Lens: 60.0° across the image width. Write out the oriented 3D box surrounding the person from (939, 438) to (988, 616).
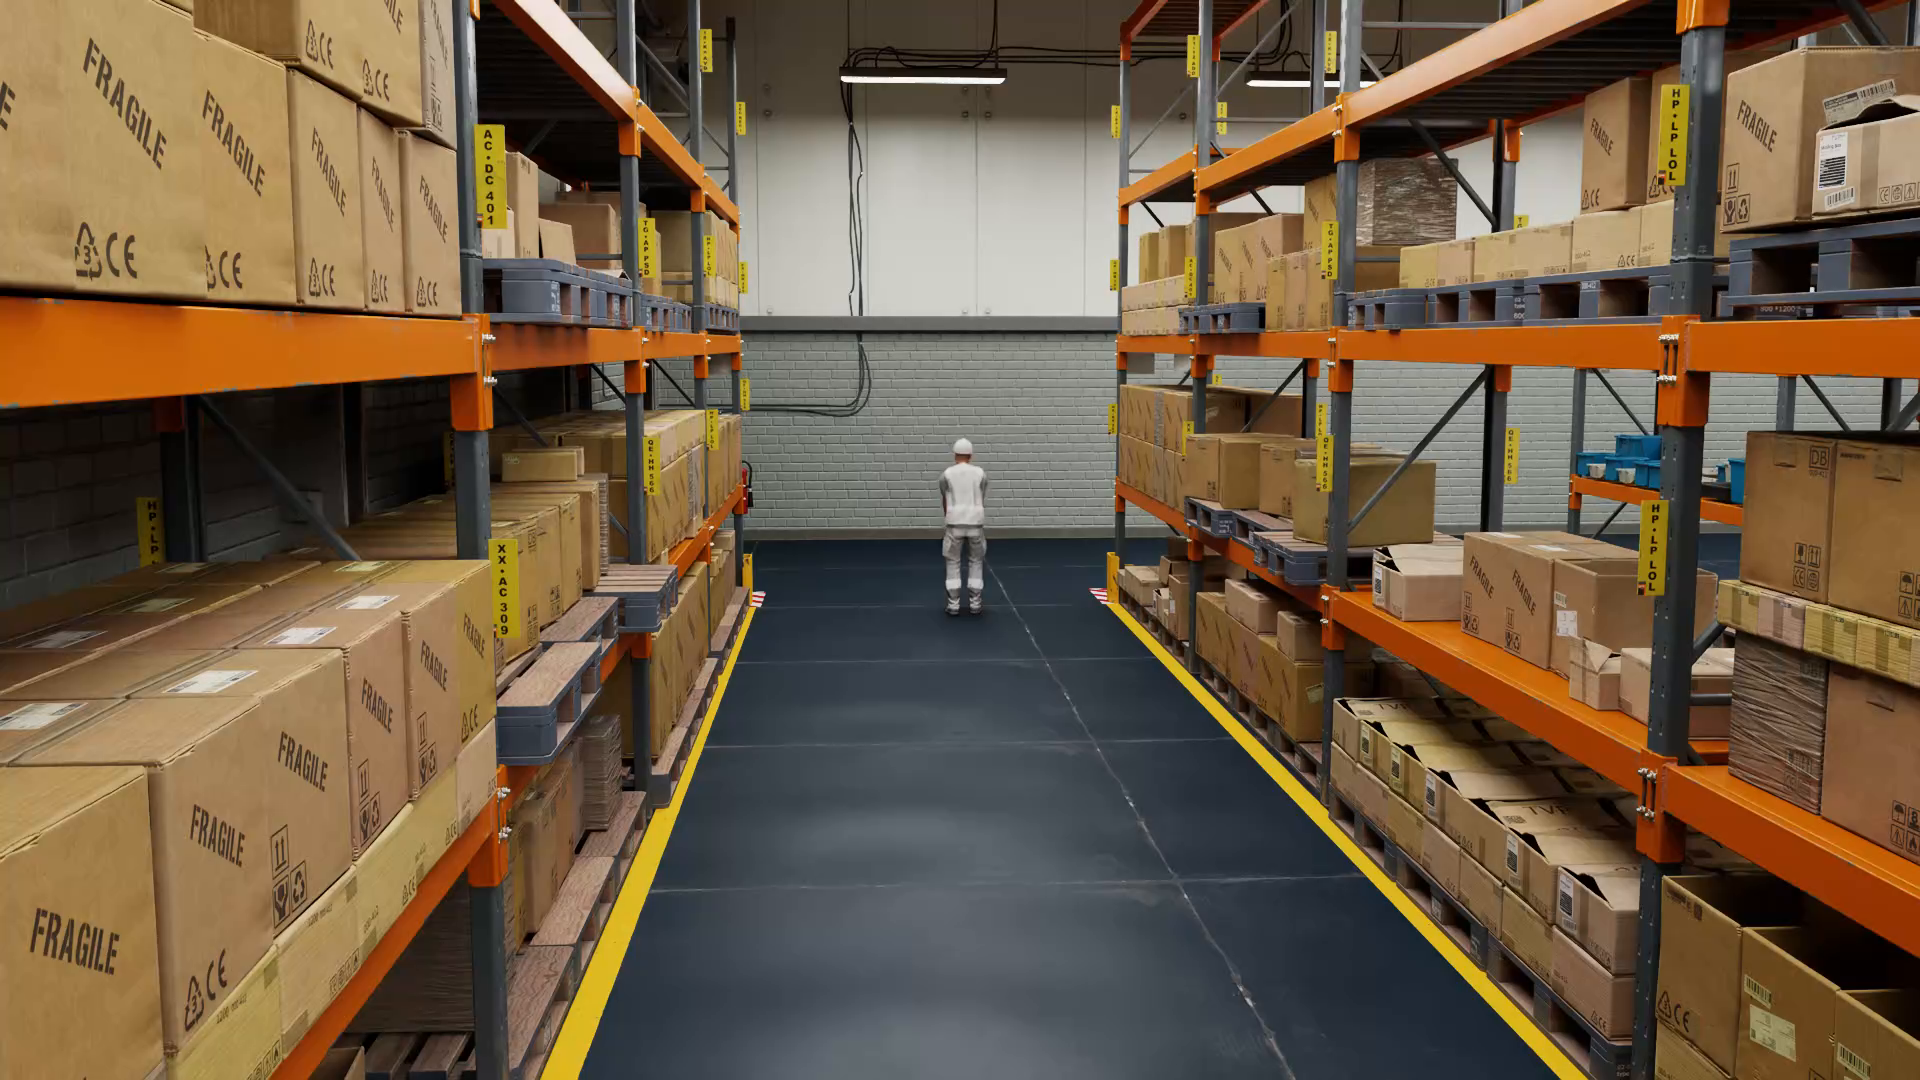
[{"bbox_3d":[0.029,-0.147,16.894,0.494,1.783,0.570,-1,7,-5],"label":"person"}]
